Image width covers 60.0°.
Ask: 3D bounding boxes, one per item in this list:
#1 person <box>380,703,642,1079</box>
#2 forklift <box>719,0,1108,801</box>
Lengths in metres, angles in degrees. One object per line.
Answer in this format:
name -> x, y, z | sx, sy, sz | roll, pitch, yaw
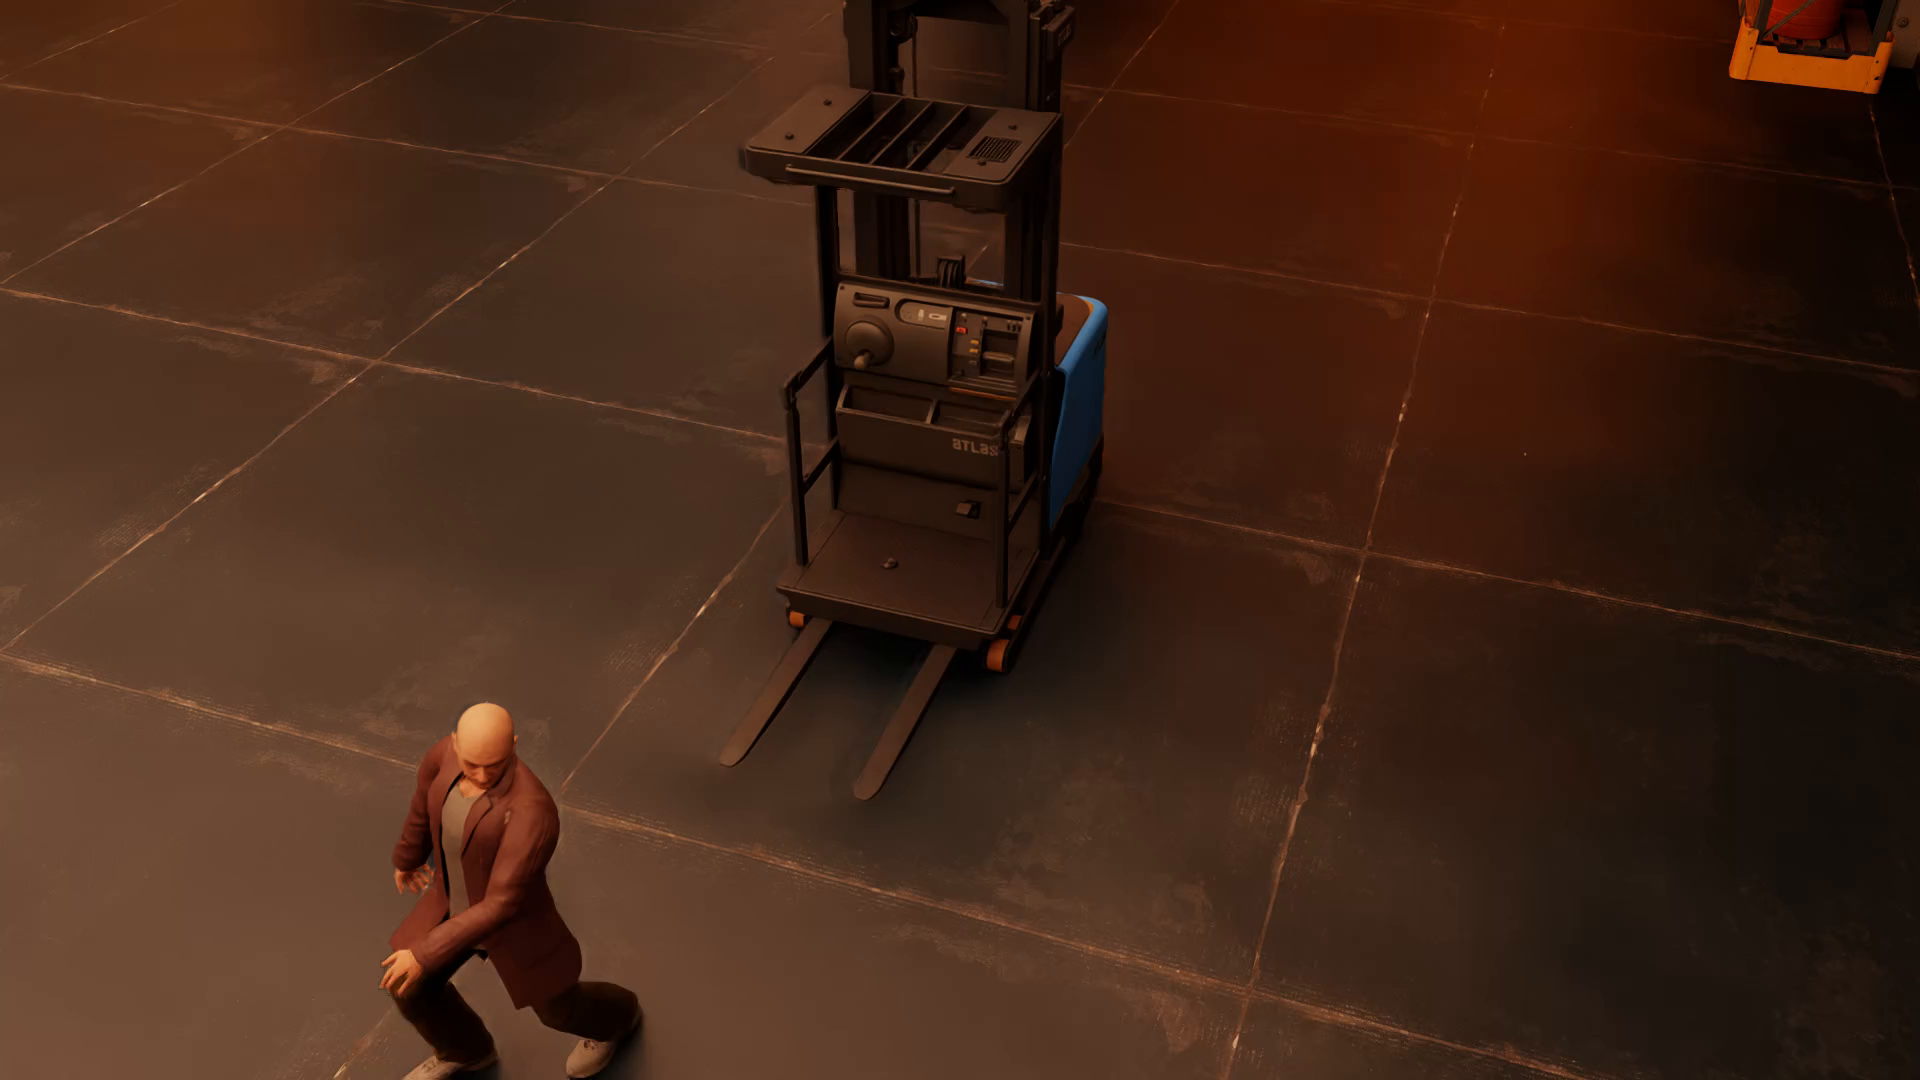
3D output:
person -> -1.610, 1.215, 5.476 | 0.749, 1.689, 0.865 | 17, 39, 23
forklift -> -0.193, -0.844, 7.301 | 1.130, 2.935, 3.031 | 11, 37, 16
